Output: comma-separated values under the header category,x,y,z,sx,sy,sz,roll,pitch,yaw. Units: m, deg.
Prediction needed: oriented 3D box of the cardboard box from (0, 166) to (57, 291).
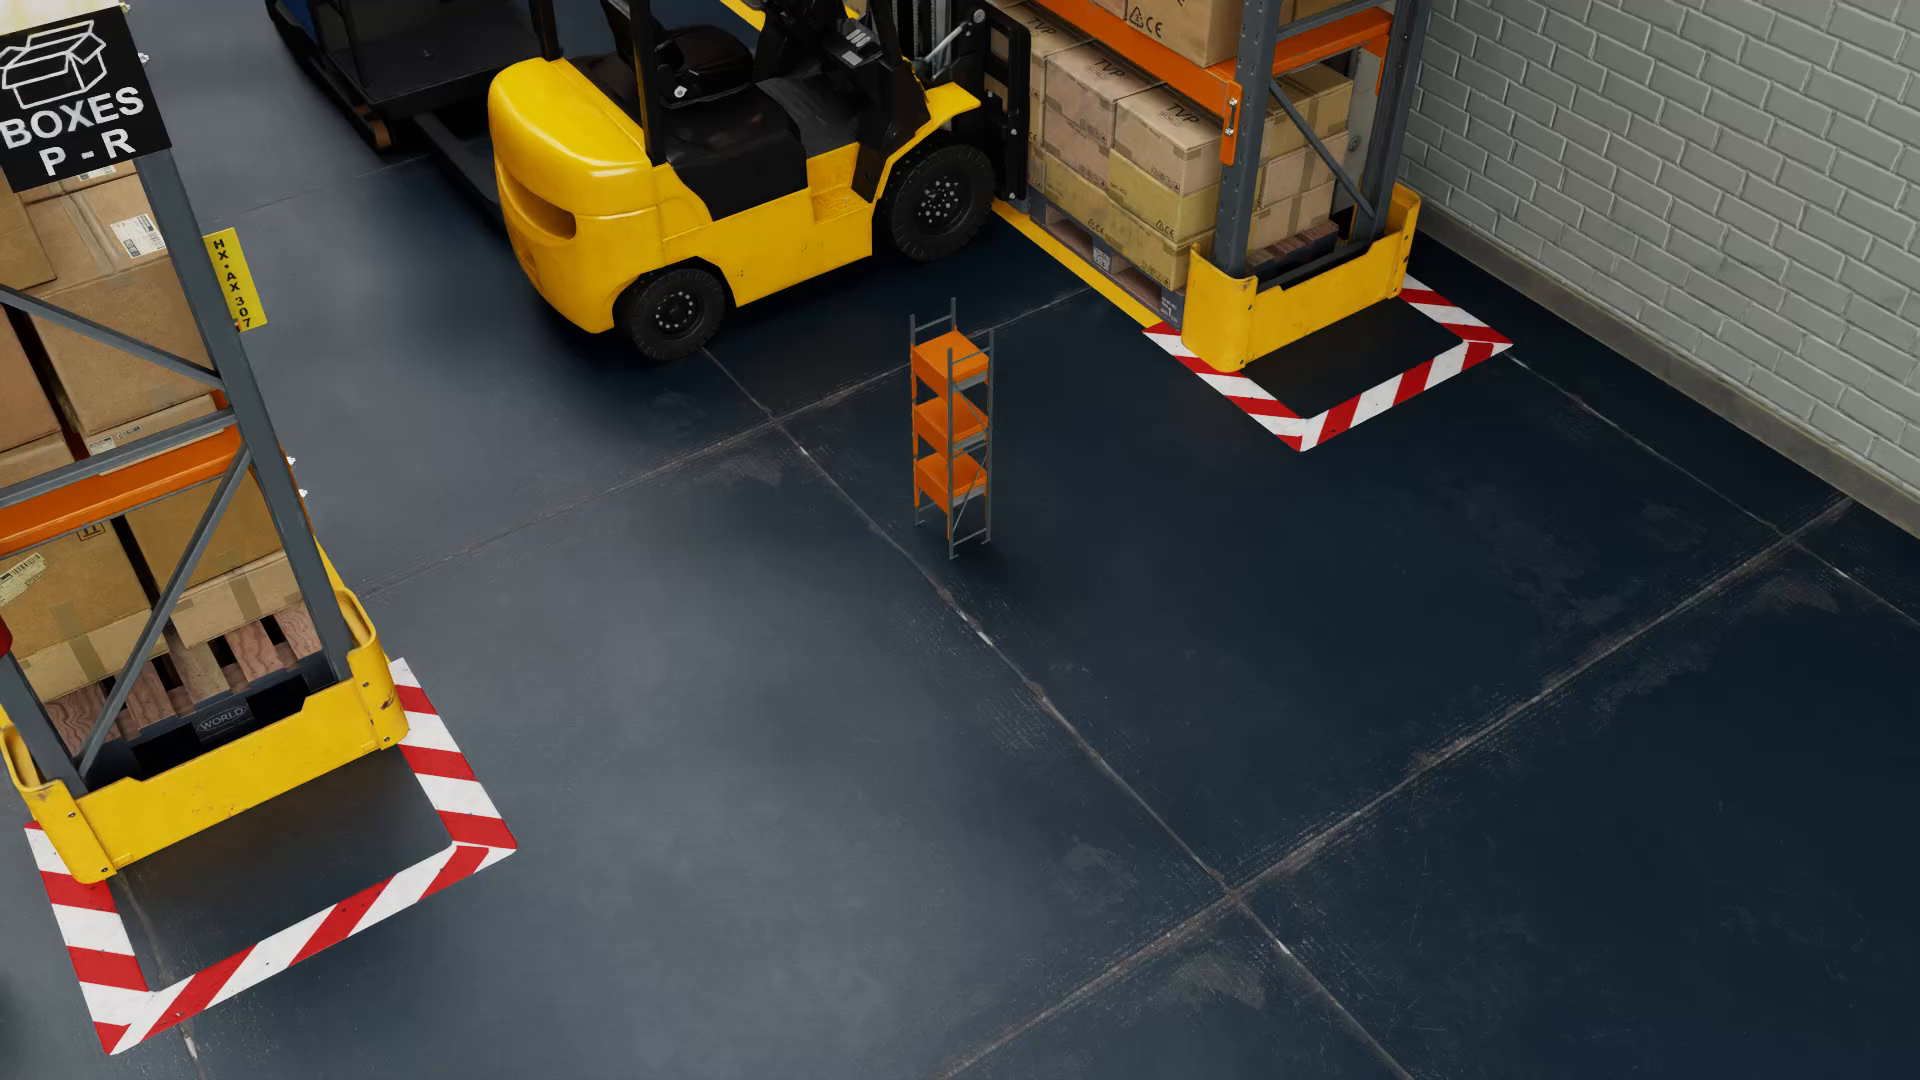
category,x,y,z,sx,sy,sz,roll,pitch,yaw
cardboard box,-2.978,-0.913,4.522,0.700,0.500,0.500,-27,50,-25

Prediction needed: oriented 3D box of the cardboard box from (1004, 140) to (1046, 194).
category,x,y,z,sx,sy,sz,roll,pitch,yaw
cardboard box,0.479,-2.038,8.400,0.500,0.250,0.500,-25,49,-24

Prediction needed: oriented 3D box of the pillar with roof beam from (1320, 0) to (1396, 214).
category,x,y,z,sx,sy,sz,roll,pitch,yaw
pillar with roof beam,-1.627,-3.387,3.781,9.100,9.000,0.400,-26,49,-24

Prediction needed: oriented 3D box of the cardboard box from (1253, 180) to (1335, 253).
category,x,y,z,sx,sy,sz,roll,pitch,yaw
cardboard box,1.442,-1.680,8.025,0.500,0.250,0.500,-26,49,-24

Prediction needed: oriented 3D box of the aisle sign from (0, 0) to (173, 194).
category,x,y,z,sx,sy,sz,roll,pitch,yaw
aisle sign,-2.217,-1.232,3.986,0.394,0.787,0.004,-26,49,-24

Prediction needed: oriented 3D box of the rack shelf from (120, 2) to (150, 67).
category,x,y,z,sx,sy,sz,roll,pitch,yaw
rack shelf,-3.650,-2.162,5.191,1.077,0.370,4.000,-26,49,-24

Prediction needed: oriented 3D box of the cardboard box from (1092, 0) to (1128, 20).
category,x,y,z,sx,sy,sz,roll,pitch,yaw
cardboard box,0.777,-2.676,7.309,0.500,0.500,0.500,-24,49,-23

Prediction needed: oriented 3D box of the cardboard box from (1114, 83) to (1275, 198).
category,x,y,z,sx,sy,sz,roll,pitch,yaw
cardboard box,1.044,-1.824,7.451,0.500,0.250,0.500,-24,49,-23

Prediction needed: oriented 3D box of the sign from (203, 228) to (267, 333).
category,x,y,z,sx,sy,sz,roll,pitch,yaw
sign,-2.061,-0.732,4.718,0.100,0.325,0.005,-26,49,-24

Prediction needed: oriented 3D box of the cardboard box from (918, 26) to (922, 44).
category,x,y,z,sx,sy,sz,roll,pitch,yaw
cardboard box,-0.134,-2.801,8.837,0.500,0.250,0.500,-26,50,-25

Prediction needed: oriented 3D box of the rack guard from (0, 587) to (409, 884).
category,x,y,z,sx,sy,sz,roll,pitch,yaw
rack guard,-2.550,0.657,5.700,1.175,0.500,0.348,-26,49,-24

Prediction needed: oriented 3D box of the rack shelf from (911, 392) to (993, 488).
category,x,y,z,sx,sy,sz,roll,pitch,yaw
rack shelf,-0.031,-0.402,6.427,0.215,0.259,0.240,-26,49,-24

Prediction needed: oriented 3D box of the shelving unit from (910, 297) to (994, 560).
category,x,y,z,sx,sy,sz,roll,pitch,yaw
shelving unit,-0.031,-0.410,6.419,0.215,1.050,0.252,-26,49,-24

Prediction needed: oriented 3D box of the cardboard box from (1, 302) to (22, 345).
category,x,y,z,sx,sy,sz,roll,pitch,yaw
cardboard box,-3.325,-0.832,5.162,0.500,0.500,0.500,-26,49,-24

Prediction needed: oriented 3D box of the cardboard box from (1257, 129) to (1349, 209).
category,x,y,z,sx,sy,sz,roll,pitch,yaw
cardboard box,1.464,-1.854,7.845,0.500,0.250,0.500,-25,49,-24

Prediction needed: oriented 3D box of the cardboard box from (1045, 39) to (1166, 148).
category,x,y,z,sx,sy,sz,roll,pitch,yaw
cardboard box,0.747,-2.111,7.752,0.500,0.250,0.500,-25,49,-24

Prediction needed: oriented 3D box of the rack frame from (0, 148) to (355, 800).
category,x,y,z,sx,sy,sz,roll,pitch,yaw
rack frame,-2.506,-0.205,4.792,1.000,3.000,0.127,-26,49,-24

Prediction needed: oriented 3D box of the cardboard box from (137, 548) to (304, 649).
category,x,y,z,sx,sy,sz,roll,pitch,yaw
cardboard box,-2.741,0.072,6.189,0.500,0.250,0.500,-26,49,-25

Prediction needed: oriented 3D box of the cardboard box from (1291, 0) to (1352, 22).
category,x,y,z,sx,sy,sz,roll,pitch,yaw
cardboard box,1.507,-2.594,7.222,0.500,0.500,0.500,-24,49,-23

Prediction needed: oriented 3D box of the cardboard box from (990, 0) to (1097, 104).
category,x,y,z,sx,sy,sz,roll,pitch,yaw
cardboard box,0.450,-2.393,8.047,0.500,0.250,0.500,-25,49,-24

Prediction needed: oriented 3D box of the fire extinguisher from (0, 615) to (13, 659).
category,x,y,z,sx,sy,sz,roll,pitch,yaw
fire extinguisher,-2.819,0.070,4.560,0.296,0.674,0.183,-26,49,-24

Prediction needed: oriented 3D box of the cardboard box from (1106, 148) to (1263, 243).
category,x,y,z,sx,sy,sz,roll,pitch,yaw
cardboard box,1.028,-1.658,7.639,0.500,0.250,0.500,-26,50,-25

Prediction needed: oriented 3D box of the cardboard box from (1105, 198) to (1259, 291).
category,x,y,z,sx,sy,sz,roll,pitch,yaw
cardboard box,1.035,-1.466,7.801,0.500,0.250,0.500,-25,49,-24

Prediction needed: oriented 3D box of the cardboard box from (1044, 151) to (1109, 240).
category,x,y,z,sx,sy,sz,roll,pitch,yaw
cardboard box,0.758,-1.751,8.100,0.500,0.250,0.500,-26,49,-24

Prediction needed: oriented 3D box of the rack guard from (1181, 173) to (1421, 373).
category,x,y,z,sx,sy,sz,roll,pitch,yaw
rack guard,1.577,-1.250,7.697,1.175,0.500,0.348,-26,49,-24

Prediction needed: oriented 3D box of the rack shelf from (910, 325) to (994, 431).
category,x,y,z,sx,sy,sz,roll,pitch,yaw
rack shelf,-0.031,-0.608,6.231,0.215,0.259,0.240,-26,49,-24

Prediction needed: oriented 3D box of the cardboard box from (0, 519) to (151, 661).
category,x,y,z,sx,sy,sz,roll,pitch,yaw
cardboard box,-3.179,0.016,5.705,0.500,0.500,0.500,-25,49,-24

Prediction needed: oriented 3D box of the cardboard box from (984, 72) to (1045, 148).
category,x,y,z,sx,sy,sz,roll,pitch,yaw
cardboard box,0.437,-2.230,8.239,0.500,0.250,0.500,-27,50,-25

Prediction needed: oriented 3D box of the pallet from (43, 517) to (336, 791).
category,x,y,z,sx,sy,sz,roll,pitch,yaw
pallet,-2.986,0.287,6.297,1.003,0.211,1.213,-26,49,-24

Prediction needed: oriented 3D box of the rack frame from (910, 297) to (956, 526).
category,x,y,z,sx,sy,sz,roll,pitch,yaw
rack frame,-0.100,-0.479,6.492,0.200,1.050,0.008,-26,49,-24

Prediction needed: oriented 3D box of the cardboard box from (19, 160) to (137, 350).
category,x,y,z,sx,sy,sz,roll,pitch,yaw
cardboard box,-2.849,-1.018,5.356,0.500,0.500,0.500,-24,49,-23

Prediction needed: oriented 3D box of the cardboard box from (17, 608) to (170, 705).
category,x,y,z,sx,sy,sz,roll,pitch,yaw
cardboard box,-3.203,0.273,5.979,0.500,0.250,0.500,-26,49,-25

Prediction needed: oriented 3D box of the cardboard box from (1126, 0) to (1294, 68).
category,x,y,z,sx,sy,sz,roll,pitch,yaw
cardboard box,1.066,-2.379,6.997,0.500,0.500,0.500,-27,50,-25

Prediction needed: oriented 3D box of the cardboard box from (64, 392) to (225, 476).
category,x,y,z,sx,sy,sz,roll,pitch,yaw
cardboard box,-2.531,-0.388,5.166,0.380,0.149,0.250,-26,49,-24

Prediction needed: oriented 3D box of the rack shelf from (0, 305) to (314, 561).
category,x,y,z,sx,sy,sz,roll,pitch,yaw
rack shelf,-3.650,-1.077,6.227,1.077,0.370,4.000,-26,49,-24

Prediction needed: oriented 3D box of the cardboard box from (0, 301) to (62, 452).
category,x,y,z,sx,sy,sz,roll,pitch,yaw
cardboard box,-3.043,-0.547,4.863,0.500,0.500,0.500,-27,50,-25

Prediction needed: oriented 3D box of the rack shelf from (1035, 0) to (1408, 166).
category,x,y,z,sx,sy,sz,roll,pitch,yaw
rack shelf,0.419,-3.040,8.283,1.077,0.370,4.000,-26,49,-24

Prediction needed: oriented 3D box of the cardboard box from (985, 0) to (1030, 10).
category,x,y,z,sx,sy,sz,roll,pitch,yaw
cardboard box,0.166,-2.683,8.351,0.500,0.250,0.500,-27,50,-25

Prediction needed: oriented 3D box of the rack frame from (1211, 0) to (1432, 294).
category,x,y,z,sx,sy,sz,roll,pitch,yaw
rack frame,1.563,-2.167,6.848,1.000,3.000,0.127,-26,49,-24

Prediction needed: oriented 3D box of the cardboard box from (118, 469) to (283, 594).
category,x,y,z,sx,sy,sz,roll,pitch,yaw
cardboard box,-2.755,-0.212,5.944,0.500,0.500,0.500,-27,50,-26

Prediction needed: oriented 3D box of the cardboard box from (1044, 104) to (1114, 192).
category,x,y,z,sx,sy,sz,roll,pitch,yaw
cardboard box,0.750,-1.946,7.941,0.500,0.250,0.500,-26,50,-25

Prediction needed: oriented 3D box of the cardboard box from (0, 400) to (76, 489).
category,x,y,z,sx,sy,sz,roll,pitch,yaw
cardboard box,-2.896,-0.241,5.012,0.380,0.149,0.250,-24,49,-23

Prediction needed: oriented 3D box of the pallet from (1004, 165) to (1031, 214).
category,x,y,z,sx,sy,sz,roll,pitch,yaw
pallet,0.397,-2.266,8.970,1.003,0.211,1.213,-26,49,-24

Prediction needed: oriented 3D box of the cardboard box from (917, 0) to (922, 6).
category,x,y,z,sx,sy,sz,roll,pitch,yaw
cardboard box,-0.128,-2.983,8.666,0.500,0.250,0.500,-24,49,-23

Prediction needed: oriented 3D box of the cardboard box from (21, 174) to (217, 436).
category,x,y,z,sx,sy,sz,roll,pitch,yaw
cardboard box,-2.550,-0.726,5.050,0.500,0.500,0.500,-26,50,-25

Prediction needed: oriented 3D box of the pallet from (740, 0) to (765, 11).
category,x,y,z,sx,sy,sz,roll,pitch,yaw
pallet,-1.179,-3.826,10.605,1.003,0.211,1.213,-26,49,-24

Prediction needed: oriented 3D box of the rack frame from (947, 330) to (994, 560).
category,x,y,z,sx,sy,sz,roll,pitch,yaw
rack frame,0.039,-0.341,6.347,0.200,1.050,0.008,-26,49,-24

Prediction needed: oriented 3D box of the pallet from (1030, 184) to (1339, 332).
category,x,y,z,sx,sy,sz,roll,pitch,yaw
pallet,1.091,-1.575,8.247,1.003,0.211,1.213,-26,49,-24

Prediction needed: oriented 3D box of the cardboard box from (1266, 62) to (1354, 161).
category,x,y,z,sx,sy,sz,roll,pitch,yaw
cardboard box,1.443,-2.033,7.671,0.500,0.250,0.500,-26,50,-25

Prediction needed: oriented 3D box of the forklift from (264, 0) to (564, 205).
category,x,y,z,sx,sy,sz,roll,pitch,yaw
forklift,-2.871,-3.534,8.329,1.130,2.935,3.031,-26,49,-25

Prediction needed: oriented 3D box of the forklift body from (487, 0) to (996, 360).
category,x,y,z,sx,sy,sz,roll,pitch,yaw
forklift body,-1.018,-2.214,7.511,2.313,2.155,1.214,-26,49,-24

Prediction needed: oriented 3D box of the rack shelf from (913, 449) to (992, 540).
category,x,y,z,sx,sy,sz,roll,pitch,yaw
rack shelf,-0.031,-0.201,6.618,0.215,0.259,0.240,-26,49,-24

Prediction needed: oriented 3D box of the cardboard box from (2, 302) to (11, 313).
category,x,y,z,sx,sy,sz,roll,pitch,yaw
cardboard box,-3.464,-0.829,5.628,0.380,0.149,0.250,-25,49,-24

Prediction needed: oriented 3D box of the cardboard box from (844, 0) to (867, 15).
category,x,y,z,sx,sy,sz,roll,pitch,yaw
cardboard box,-0.412,-3.091,9.140,0.500,0.250,0.500,-26,49,-25

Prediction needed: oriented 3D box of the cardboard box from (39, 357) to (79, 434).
category,x,y,z,sx,sy,sz,roll,pitch,yaw
cardboard box,-2.687,-0.525,5.310,0.380,0.149,0.250,-25,49,-24
